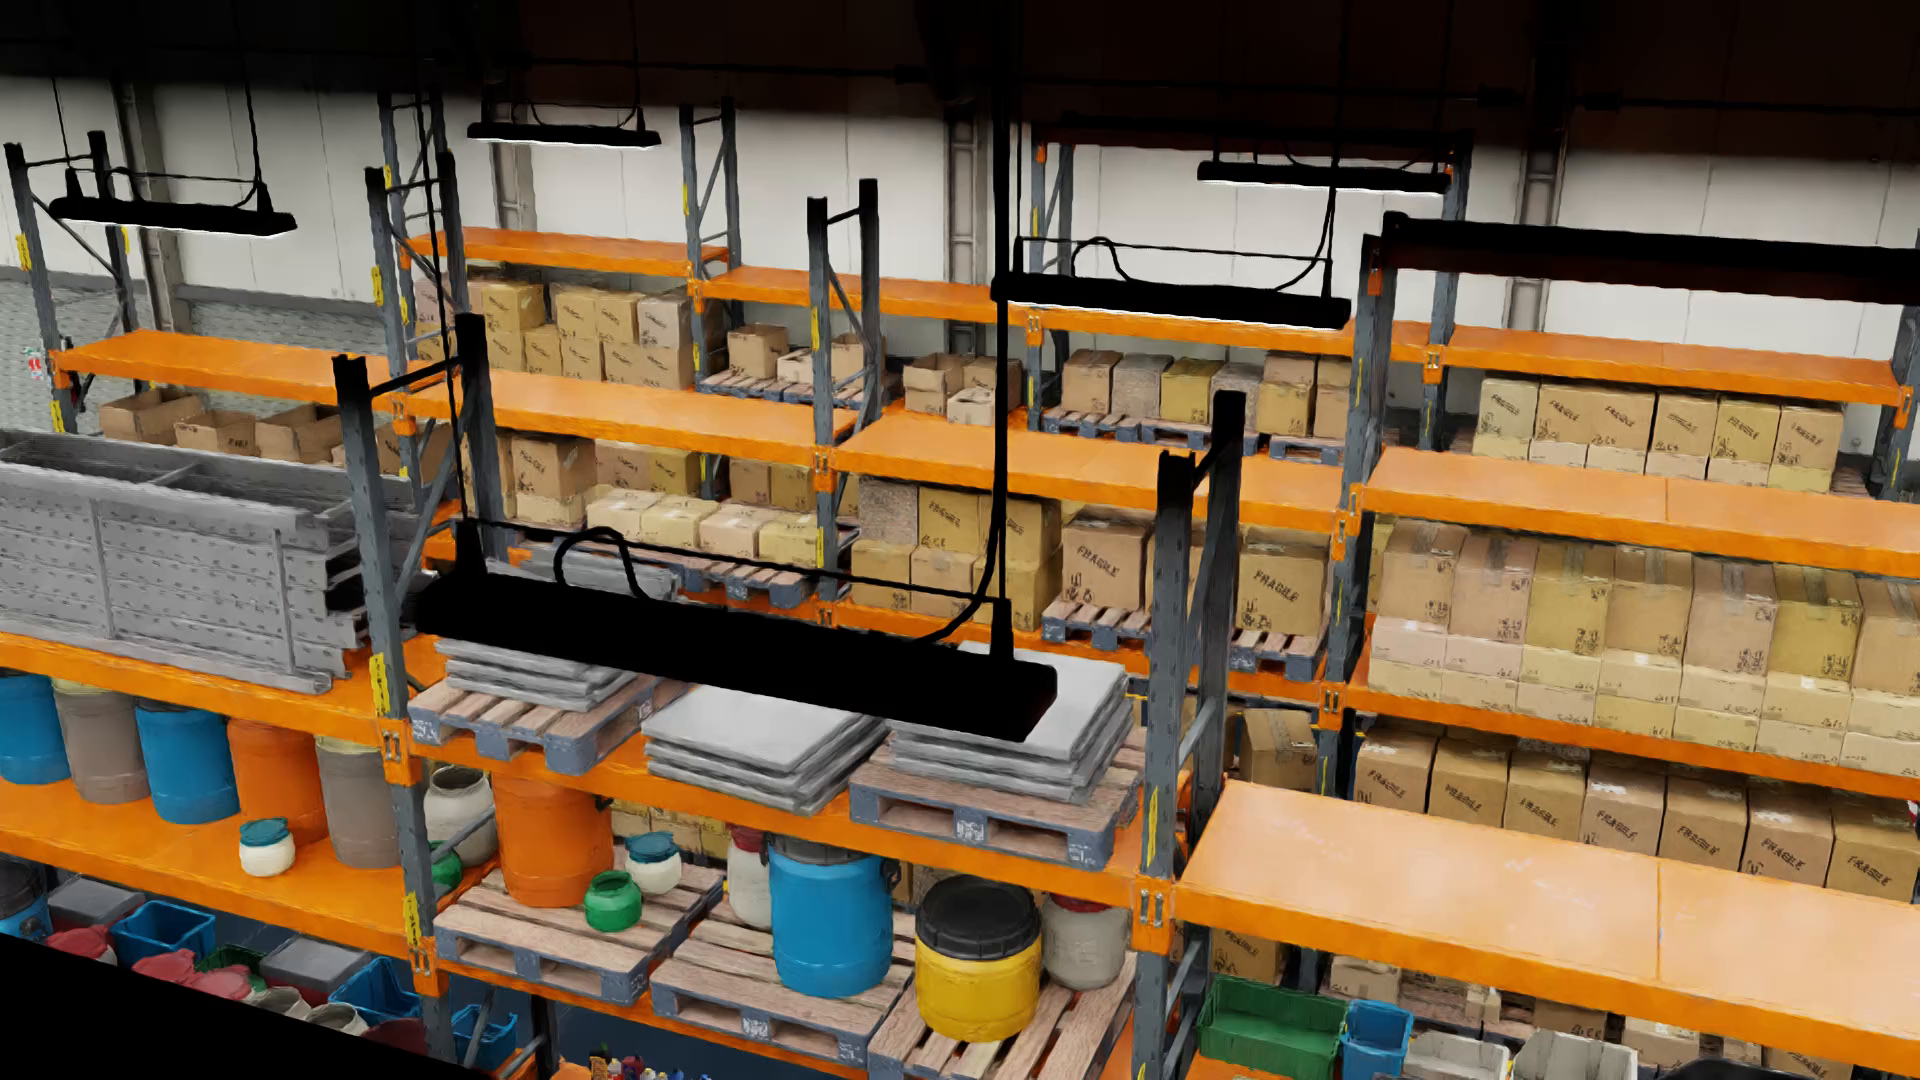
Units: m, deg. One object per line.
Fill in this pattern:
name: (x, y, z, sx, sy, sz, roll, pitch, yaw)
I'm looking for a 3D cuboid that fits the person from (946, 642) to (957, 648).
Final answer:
person: (0.108, 1.132, 17.170, 0.994, 1.569, 0.406, 5, 21, 13)
